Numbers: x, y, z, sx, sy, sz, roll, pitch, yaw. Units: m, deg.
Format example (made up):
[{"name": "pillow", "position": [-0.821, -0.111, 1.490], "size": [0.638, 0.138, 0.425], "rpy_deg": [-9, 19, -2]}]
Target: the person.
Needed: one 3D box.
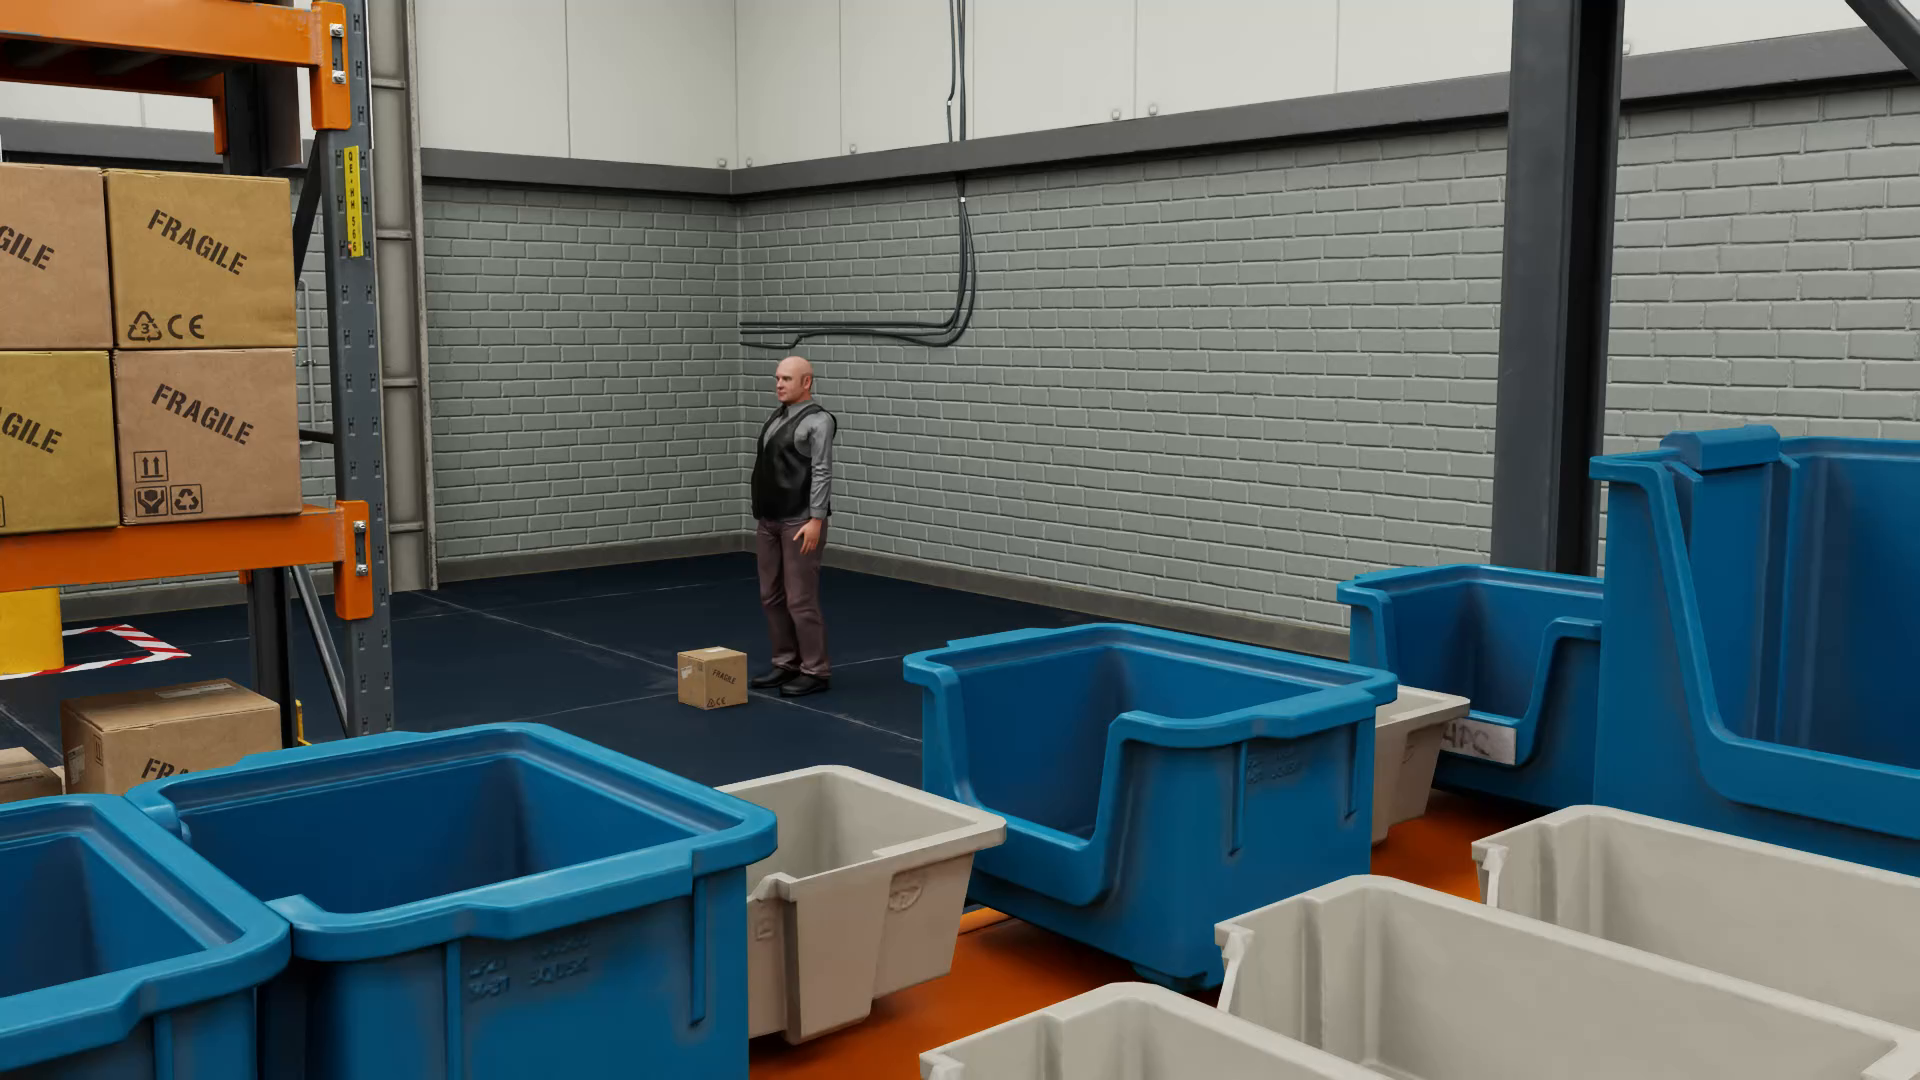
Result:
[{"name": "person", "position": [-0.855, -0.077, 8.502], "size": [0.360, 1.716, 0.532], "rpy_deg": [-6, 10, -40]}]
